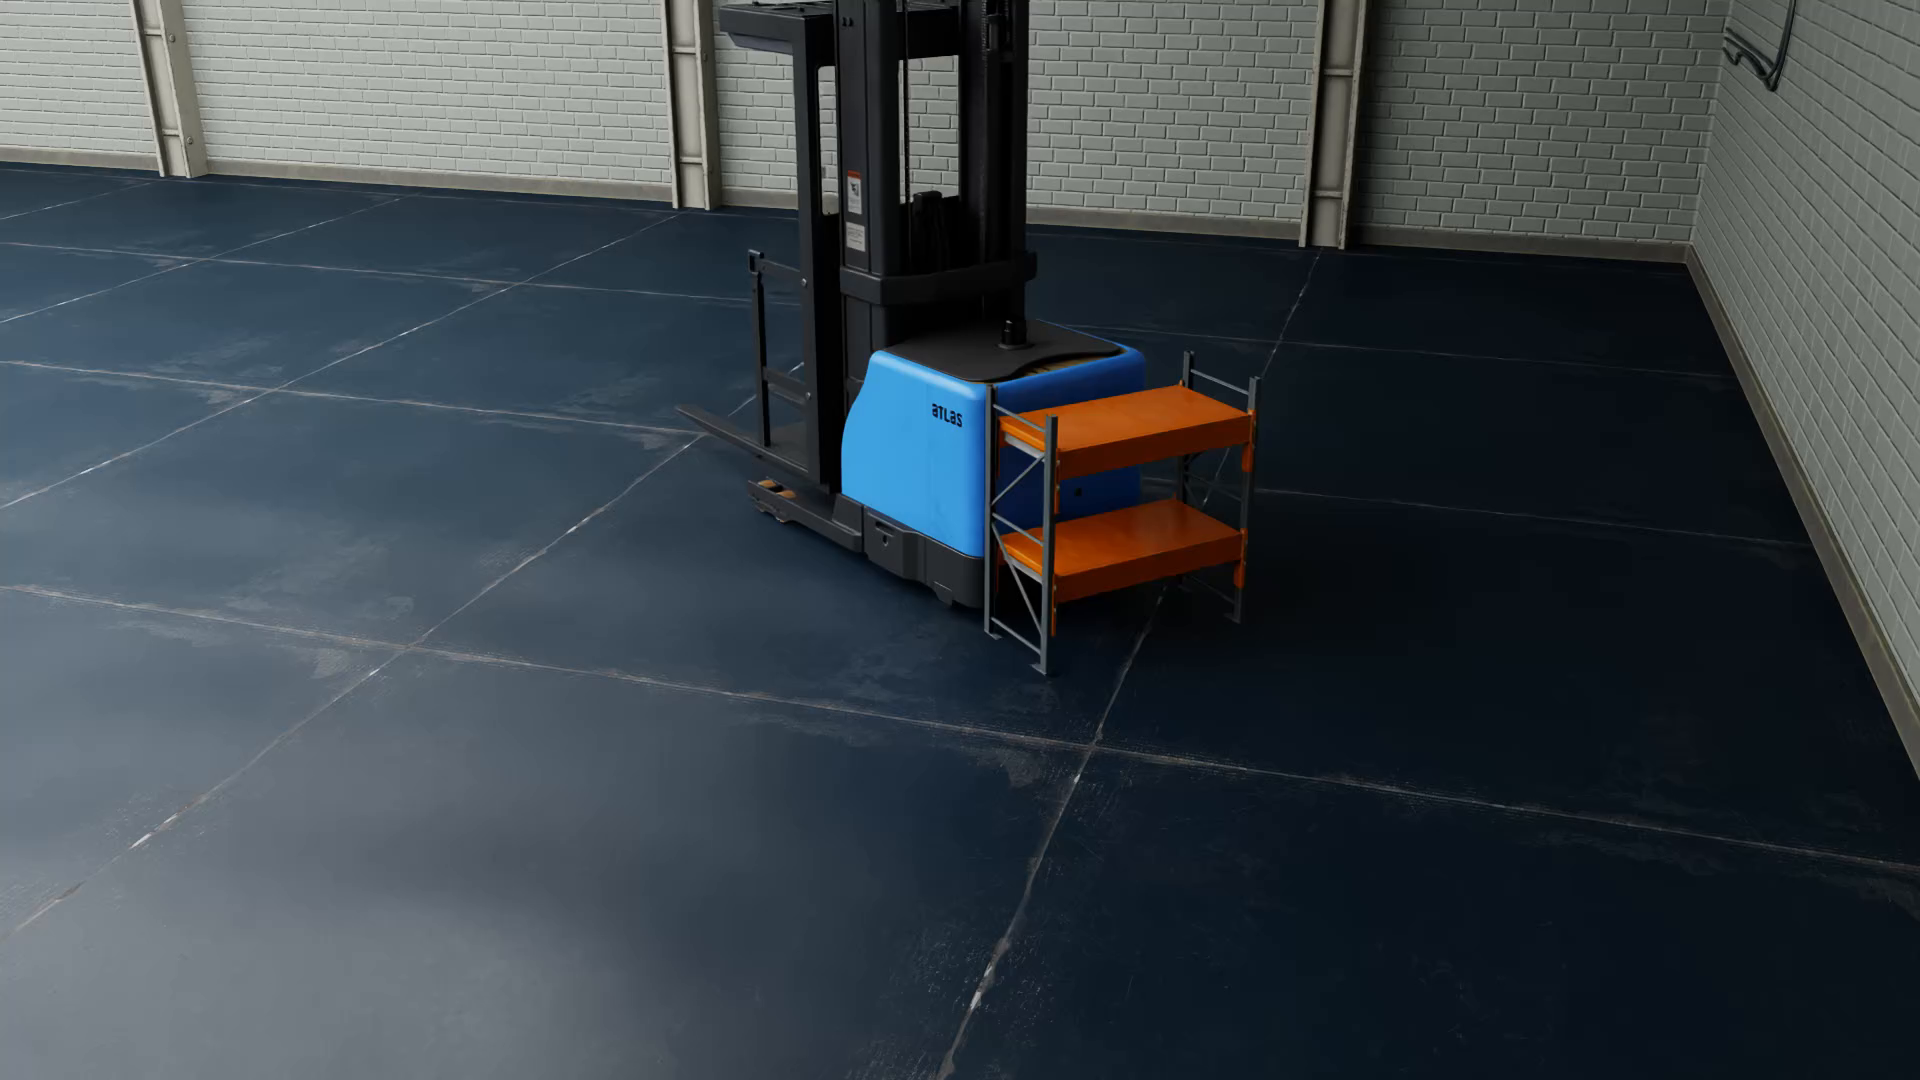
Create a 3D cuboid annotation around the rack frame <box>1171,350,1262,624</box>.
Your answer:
[{"bbox_3d":[1.125,-0.233,7.355,0.032,1.125,0.500,-12,25,-27],"label":"rack frame"}]

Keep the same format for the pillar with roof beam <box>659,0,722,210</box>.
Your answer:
[{"bbox_3d":[-3.795,-5.853,10.682,0.400,9.000,9.100,7,23,16],"label":"pillar with roof beam"}]

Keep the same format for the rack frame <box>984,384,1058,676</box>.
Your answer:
[{"bbox_3d":[0.244,-0.040,6.886,0.032,1.125,0.500,-12,25,-27],"label":"rack frame"}]

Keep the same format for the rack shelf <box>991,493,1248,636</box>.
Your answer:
[{"bbox_3d":[0.685,0.090,7.213,1.000,0.278,0.538,-12,25,-27],"label":"rack shelf"}]

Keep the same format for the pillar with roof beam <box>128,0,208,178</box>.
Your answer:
[{"bbox_3d":[-9.539,-6.511,12.285,0.400,9.000,9.100,7,23,16],"label":"pillar with roof beam"}]

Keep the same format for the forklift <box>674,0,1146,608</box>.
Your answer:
[{"bbox_3d":[-0.446,-1.546,8.176,1.130,2.935,3.031,-17,28,-35],"label":"forklift"}]

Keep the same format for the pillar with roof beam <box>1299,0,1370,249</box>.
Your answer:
[{"bbox_3d":[1.949,-5.195,9.078,0.400,9.000,9.100,7,23,16],"label":"pillar with roof beam"}]

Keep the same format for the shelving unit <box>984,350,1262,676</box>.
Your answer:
[{"bbox_3d":[0.685,-0.136,7.121,1.048,1.125,0.538,-12,25,-27],"label":"shelving unit"}]

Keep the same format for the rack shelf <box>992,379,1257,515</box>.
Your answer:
[{"bbox_3d":[0.685,-0.407,7.009,1.000,0.278,0.538,-12,25,-27],"label":"rack shelf"}]

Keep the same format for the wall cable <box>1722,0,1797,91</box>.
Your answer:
[{"bbox_3d":[5.631,-4.519,11.522,0.112,2.526,3.097,7,23,16],"label":"wall cable"}]
